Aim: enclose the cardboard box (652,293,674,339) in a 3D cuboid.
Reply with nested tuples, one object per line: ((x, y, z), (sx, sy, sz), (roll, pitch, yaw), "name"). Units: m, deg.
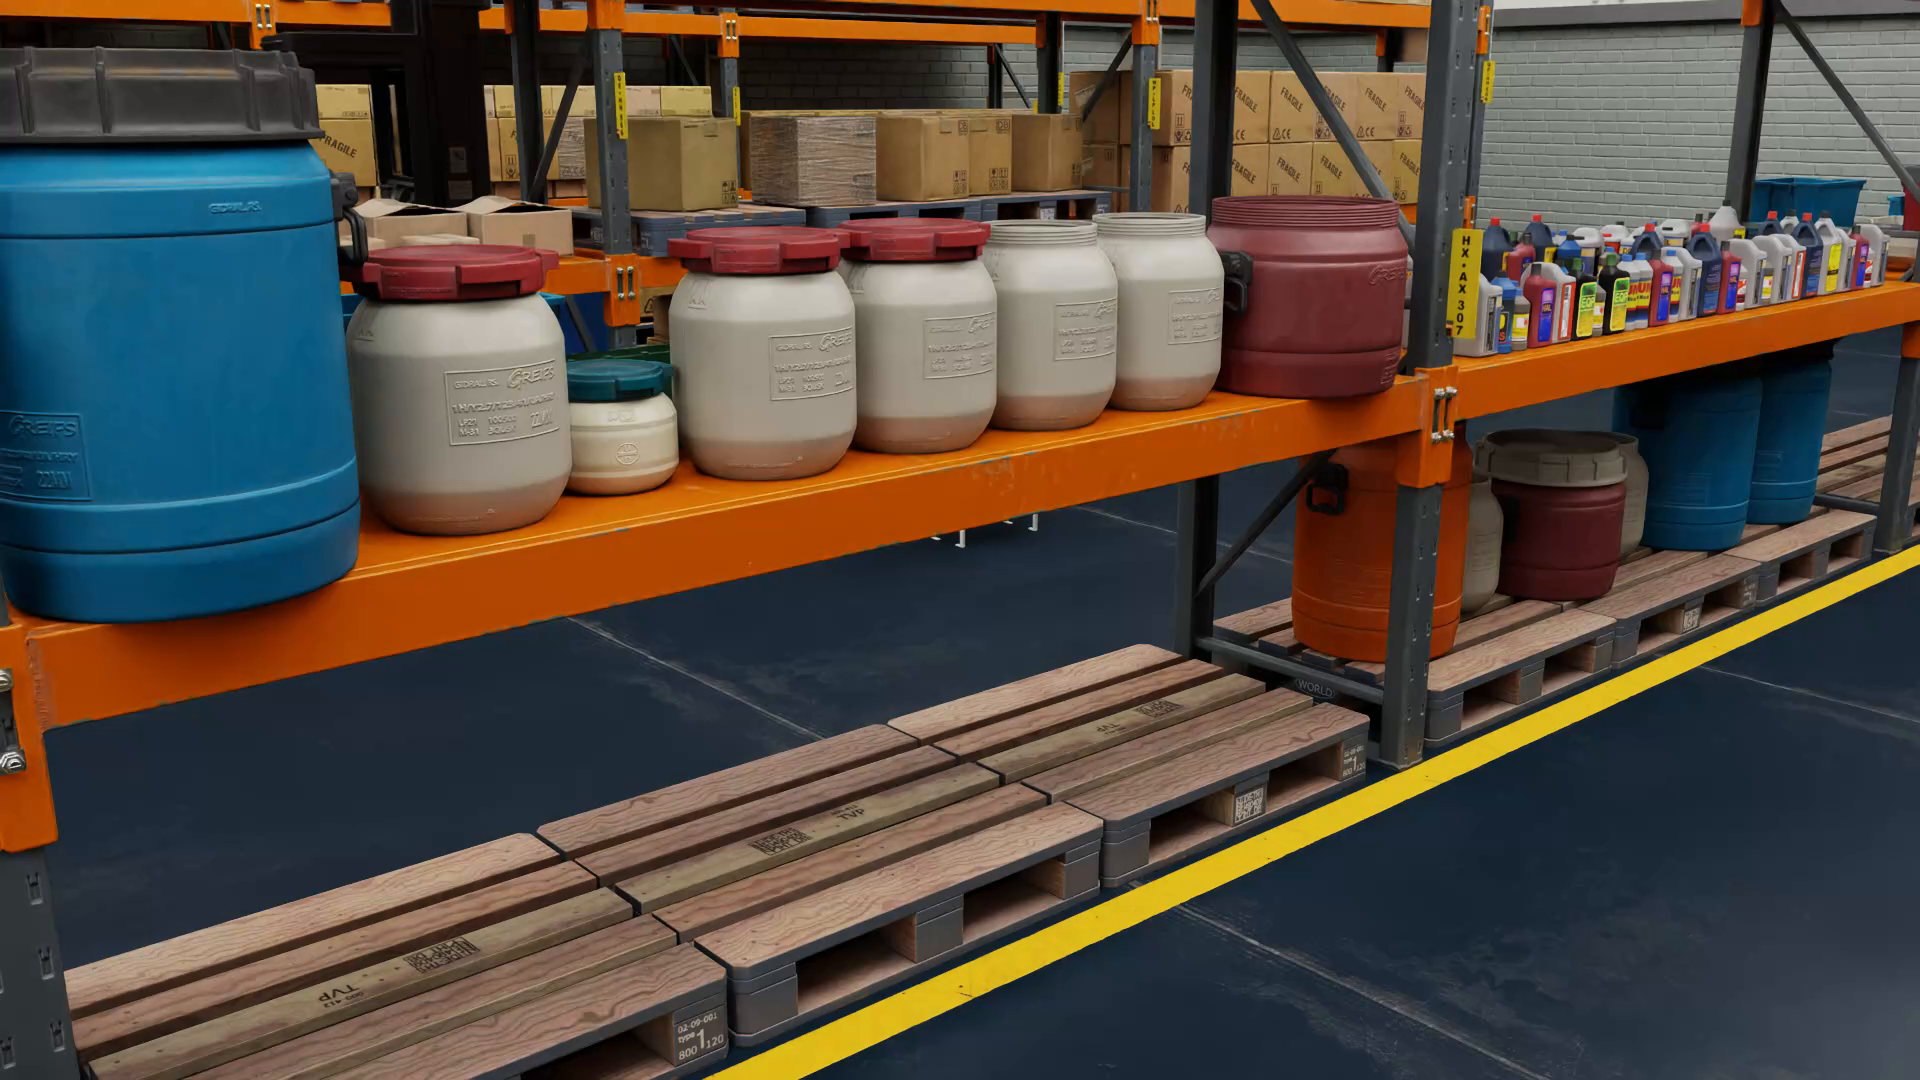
((-1.506, -1.345, 10.012), (0.500, 0.250, 0.500), (-12, 19, -37), "cardboard box")

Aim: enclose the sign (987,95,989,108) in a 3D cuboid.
((0.324, -4.648, 18.008), (0.005, 0.325, 0.100), (-13, 19, -39), "sign")

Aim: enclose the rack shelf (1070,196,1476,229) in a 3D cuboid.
((2.429, -2.433, 12.938), (4.000, 0.370, 1.077), (-13, 19, -39), "rack shelf")

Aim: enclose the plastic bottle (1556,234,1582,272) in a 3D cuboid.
((2.539, -1.138, 6.949), (0.097, 0.271, 0.097), (0, 15, 0), "plastic bottle")

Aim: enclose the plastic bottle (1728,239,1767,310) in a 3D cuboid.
((3.152, -1.077, 6.711), (0.135, 0.276, 0.152), (-13, 19, -39), "plastic bottle")

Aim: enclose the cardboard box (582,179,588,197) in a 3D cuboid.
((-3.192, -3.014, 14.169), (0.250, 0.149, 0.380), (-13, 19, -39), "cardboard box")

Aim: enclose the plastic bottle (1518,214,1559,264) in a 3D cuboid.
((2.427, -1.193, 6.999), (0.185, 0.351, 0.144), (-13, 19, -39), "plastic bottle")

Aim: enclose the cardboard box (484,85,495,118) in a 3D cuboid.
((-4.060, -3.495, 13.259), (0.500, 0.250, 0.500), (-12, 19, -39), "cardboard box")

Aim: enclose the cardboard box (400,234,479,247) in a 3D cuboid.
((-2.594, -1.436, 8.301), (0.250, 0.149, 0.380), (-13, 19, -39), "cardboard box")

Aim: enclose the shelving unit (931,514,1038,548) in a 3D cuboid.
((0.125, -0.608, 8.200), (0.503, 1.200, 0.258), (-13, 19, -39), "shelving unit")

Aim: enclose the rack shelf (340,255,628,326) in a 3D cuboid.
((-3.606, -1.077, 7.865), (4.000, 0.370, 1.077), (-13, 19, -39), "rack shelf")

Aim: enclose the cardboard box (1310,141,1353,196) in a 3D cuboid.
((2.630, -2.781, 12.655), (0.500, 0.500, 0.500), (-13, 20, -40), "cardboard box")

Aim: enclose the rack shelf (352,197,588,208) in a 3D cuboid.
((-3.843, -2.719, 14.010), (4.000, 0.370, 1.077), (-13, 19, -39), "rack shelf")

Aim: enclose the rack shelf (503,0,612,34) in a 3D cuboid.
((-3.606, -2.527, 7.478), (4.000, 0.370, 1.077), (-13, 19, -39), "rack shelf")

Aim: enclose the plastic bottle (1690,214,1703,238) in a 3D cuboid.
((3.512, -1.418, 7.974), (0.133, 0.283, 0.061), (-13, 19, -39), "plastic bottle")

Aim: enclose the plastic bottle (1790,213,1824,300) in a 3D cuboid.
((3.551, -1.202, 7.032), (0.185, 0.351, 0.144), (-13, 19, -39), "plastic bottle")

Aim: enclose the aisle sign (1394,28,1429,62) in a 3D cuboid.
((3.797, -4.444, 14.036), (0.004, 0.787, 0.394), (-13, 19, -39), "aisle sign")

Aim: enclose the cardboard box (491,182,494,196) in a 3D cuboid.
((-3.999, -2.850, 13.555), (0.250, 0.149, 0.380), (-12, 19, -39), "cardboard box")

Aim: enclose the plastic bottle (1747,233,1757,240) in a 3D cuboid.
((3.332, -1.158, 7.023), (0.097, 0.271, 0.097), (0, 15, 0), "plastic bottle")

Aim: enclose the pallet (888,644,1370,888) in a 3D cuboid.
((0.542, 0.672, 5.325), (1.213, 0.211, 1.003), (-13, 19, -39), "pallet")

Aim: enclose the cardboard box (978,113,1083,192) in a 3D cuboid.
((0.416, -2.656, 11.373), (0.700, 0.500, 0.500), (8, 17, 28), "cardboard box")

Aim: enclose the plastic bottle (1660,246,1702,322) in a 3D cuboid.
((2.737, -0.984, 6.362), (0.135, 0.276, 0.152), (-13, 19, -39), "plastic bottle")

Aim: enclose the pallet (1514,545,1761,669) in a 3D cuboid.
((2.639, 0.201, 7.088), (1.213, 0.211, 1.003), (-13, 19, -39), "pallet")

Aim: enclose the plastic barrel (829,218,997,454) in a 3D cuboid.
((-0.120, -0.504, 4.060), (0.433, 0.535, 0.433), (0, 15, 0), "plastic barrel")

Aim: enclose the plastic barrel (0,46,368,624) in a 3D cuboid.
((-1.375, -0.370, 2.851), (0.708, 0.901, 0.600), (-13, 19, -39), "plastic barrel")

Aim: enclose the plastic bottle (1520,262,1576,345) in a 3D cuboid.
((2.039, -0.828, 5.776), (0.135, 0.276, 0.152), (-13, 19, -39), "plastic bottle")

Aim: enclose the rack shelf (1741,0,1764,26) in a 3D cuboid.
((2.661, -2.239, 6.402), (4.000, 0.370, 1.077), (-13, 19, -39), "rack shelf")

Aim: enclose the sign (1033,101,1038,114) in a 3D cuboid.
((0.559, -2.964, 11.856), (0.005, 0.325, 0.100), (-13, 19, -39), "sign")

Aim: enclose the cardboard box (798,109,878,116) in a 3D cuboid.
((-1.360, -3.761, 15.938), (0.700, 0.700, 0.980), (-13, 20, -41), "cardboard box")

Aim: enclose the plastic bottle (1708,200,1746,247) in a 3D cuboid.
((3.661, -1.449, 7.958), (0.185, 0.351, 0.144), (-13, 19, -39), "plastic bottle")

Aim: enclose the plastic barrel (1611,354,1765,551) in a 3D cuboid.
((3.214, -0.457, 7.400), (0.708, 0.901, 0.600), (-13, 19, -39), "plastic barrel")

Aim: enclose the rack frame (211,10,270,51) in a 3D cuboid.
((-5.352, -2.727, 12.648), (0.127, 3.000, 1.000), (-13, 19, -39), "rack frame")

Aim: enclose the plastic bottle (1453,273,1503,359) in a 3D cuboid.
((1.690, -0.749, 5.483), (0.135, 0.276, 0.152), (-13, 19, -39), "plastic bottle")

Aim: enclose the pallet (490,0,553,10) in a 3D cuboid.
((-4.059, -4.395, 13.444), (1.213, 0.211, 1.003), (-12, 19, -37), "pallet")

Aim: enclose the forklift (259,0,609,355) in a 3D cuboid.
((-3.823, -2.171, 10.696), (3.031, 2.935, 1.130), (-8, 17, -29), "forklift")

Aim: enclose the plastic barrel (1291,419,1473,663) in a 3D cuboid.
((1.510, -0.039, 5.976), (0.708, 0.830, 0.600), (-13, 19, -39), "plastic barrel")

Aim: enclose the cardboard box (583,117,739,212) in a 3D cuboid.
((-1.696, -2.144, 9.455), (0.700, 0.500, 0.500), (8, 17, 28), "cardboard box")

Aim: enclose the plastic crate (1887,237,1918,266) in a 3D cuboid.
((4.614, -1.429, 8.182), (0.243, 0.136, 0.396), (-13, 19, -39), "plastic crate")

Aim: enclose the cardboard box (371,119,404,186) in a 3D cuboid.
((-4.416, -3.049, 13.041), (0.500, 0.500, 0.500), (-12, 19, -38), "cardboard box")

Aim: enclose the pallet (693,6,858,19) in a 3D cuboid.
((-1.710, -4.948, 15.321), (1.213, 0.211, 1.003), (-13, 19, -39), "pallet")

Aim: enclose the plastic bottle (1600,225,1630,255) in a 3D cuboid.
((2.872, -1.255, 7.378), (0.135, 0.276, 0.152), (-13, 19, -39), "plastic bottle")

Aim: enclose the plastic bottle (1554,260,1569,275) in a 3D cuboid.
((2.105, -0.852, 5.875), (0.097, 0.271, 0.097), (0, 15, 0), "plastic bottle")

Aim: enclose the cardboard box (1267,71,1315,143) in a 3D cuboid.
((2.238, -3.172, 12.182), (0.500, 0.500, 0.500), (-13, 20, -41), "cardboard box")

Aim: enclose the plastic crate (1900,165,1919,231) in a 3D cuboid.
((5.008, -1.639, 8.332), (0.583, 0.464, 0.402), (-13, 19, -39), "plastic crate")

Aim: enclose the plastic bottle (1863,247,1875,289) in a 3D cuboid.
((4.015, -1.226, 7.411), (0.097, 0.201, 0.097), (0, 15, 0), "plastic bottle")

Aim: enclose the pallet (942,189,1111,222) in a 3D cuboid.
((0.246, -2.234, 11.175), (1.213, 0.211, 1.003), (-13, 19, -39), "pallet")

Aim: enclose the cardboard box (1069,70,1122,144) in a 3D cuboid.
((1.132, -3.109, 11.945), (0.500, 0.500, 0.500), (-13, 19, -39), "cardboard box")

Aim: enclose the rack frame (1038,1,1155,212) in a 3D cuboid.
((0.921, -2.441, 11.577), (0.127, 3.000, 1.000), (-13, 19, -39), "rack frame")

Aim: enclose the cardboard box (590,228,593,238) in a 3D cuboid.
((-3.408, -2.283, 14.336), (0.750, 0.750, 0.750), (-12, 19, -38), "cardboard box")

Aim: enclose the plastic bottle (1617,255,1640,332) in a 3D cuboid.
((2.420, -0.901, 6.061), (0.097, 0.271, 0.097), (0, 15, 0), "plastic bottle")
